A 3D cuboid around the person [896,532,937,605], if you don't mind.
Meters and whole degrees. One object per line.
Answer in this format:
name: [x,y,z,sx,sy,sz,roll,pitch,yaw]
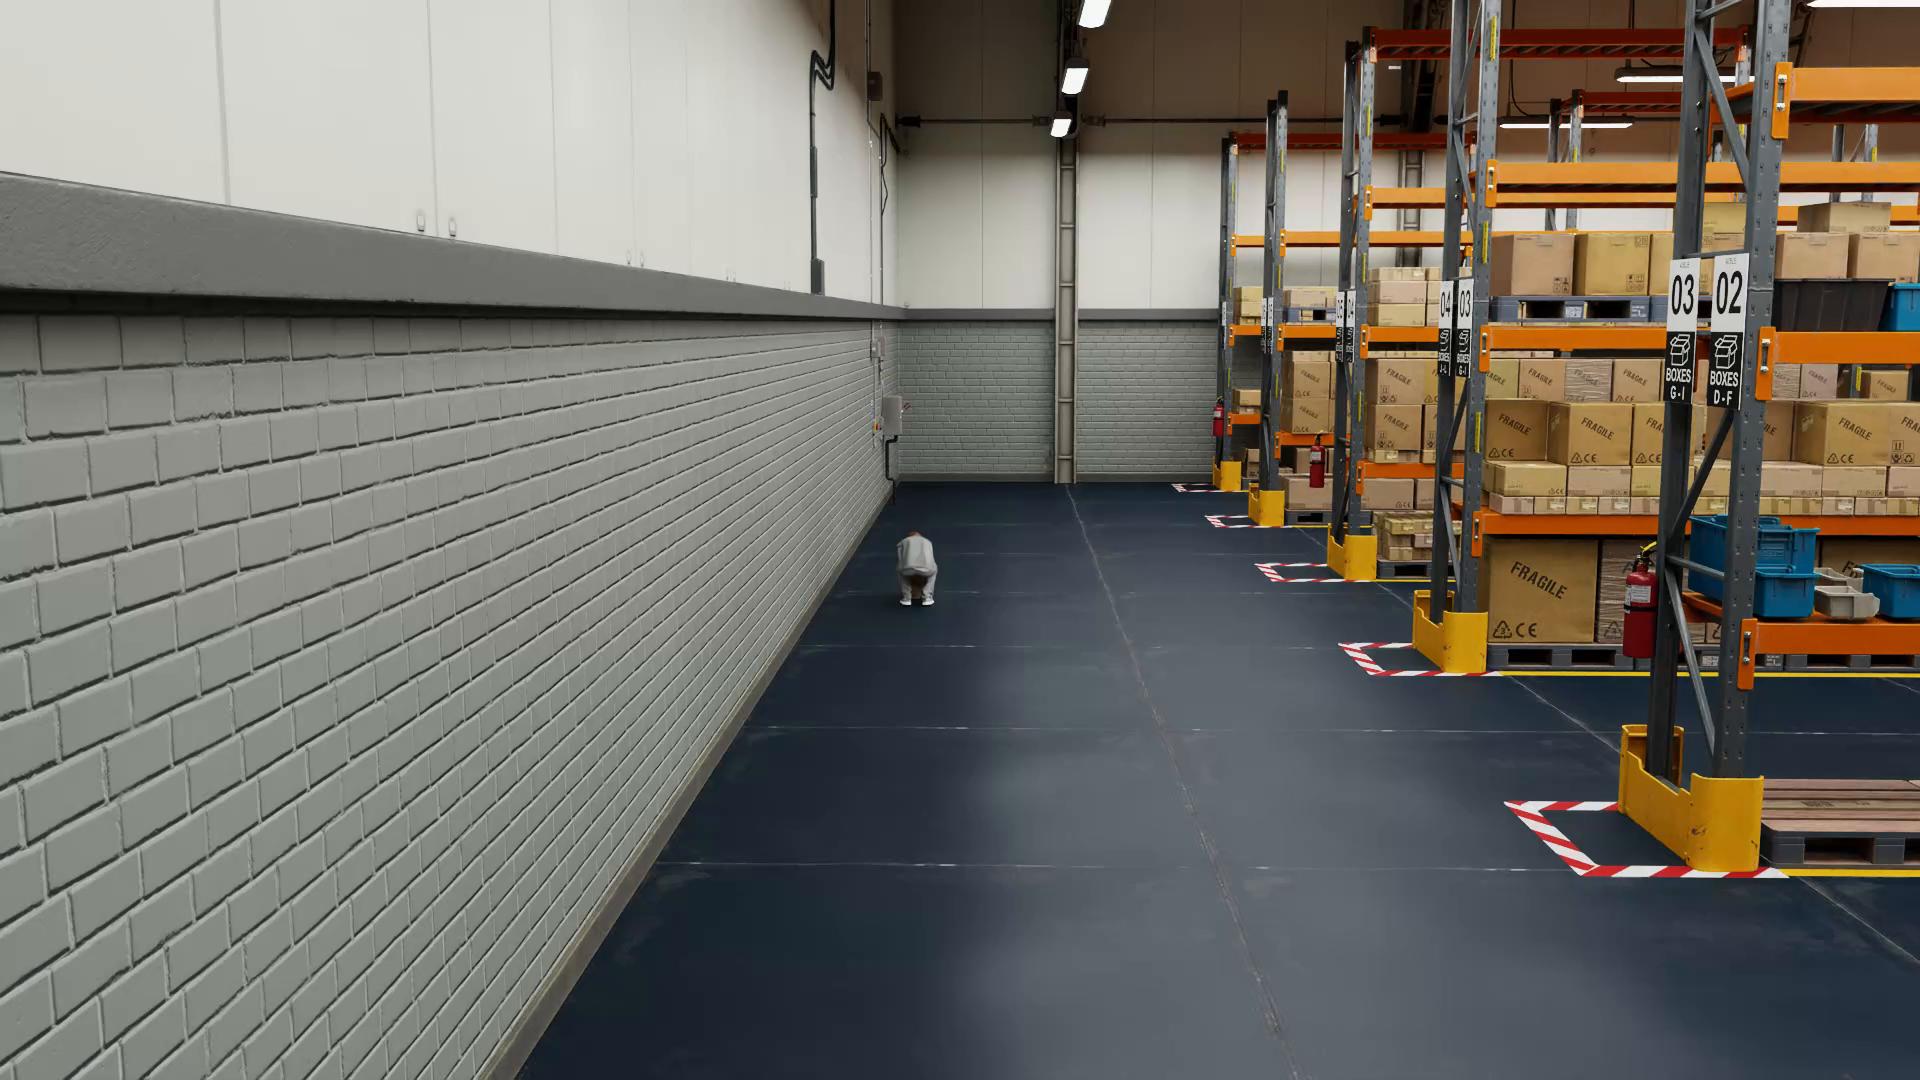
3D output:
person: [-0.443,0.328,17.051,0.423,0.705,0.851,0,7,0]
